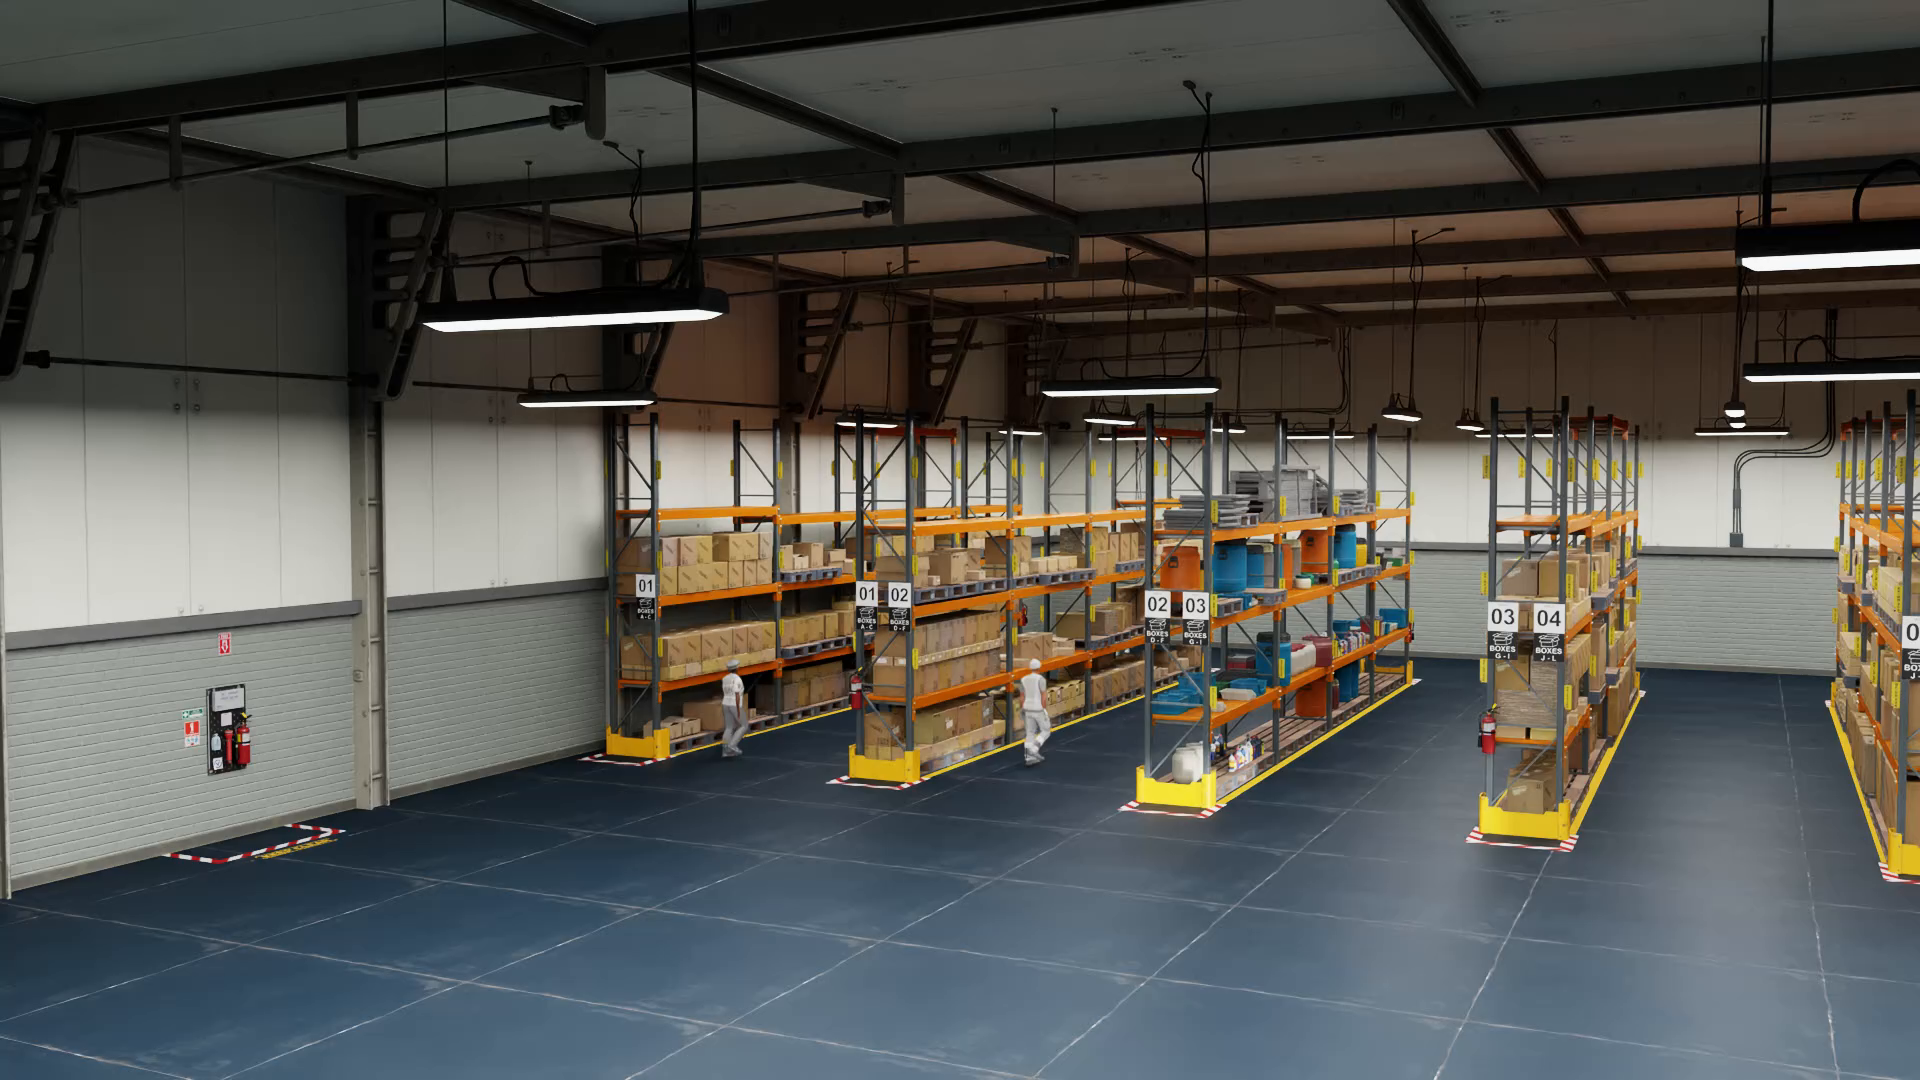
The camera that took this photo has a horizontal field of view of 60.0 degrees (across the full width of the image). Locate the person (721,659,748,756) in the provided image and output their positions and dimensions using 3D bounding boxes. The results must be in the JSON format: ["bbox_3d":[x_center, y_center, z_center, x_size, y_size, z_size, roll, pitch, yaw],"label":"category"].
[{"bbox_3d":[-3.972,2.933,29.054,0.500,1.673,0.443,2,3,38],"label":"person"}]

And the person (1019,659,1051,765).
[{"bbox_3d":[1.249,2.915,28.279,0.587,1.777,0.482,2,3,40],"label":"person"}]

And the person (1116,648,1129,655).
[{"bbox_3d":[4.345,2.291,44.892,0.466,1.610,1.058,1,3,23],"label":"person"}]

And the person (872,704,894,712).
[{"bbox_3d":[-1.522,2.854,32.074,0.436,1.557,0.932,2,3,33],"label":"person"}]
